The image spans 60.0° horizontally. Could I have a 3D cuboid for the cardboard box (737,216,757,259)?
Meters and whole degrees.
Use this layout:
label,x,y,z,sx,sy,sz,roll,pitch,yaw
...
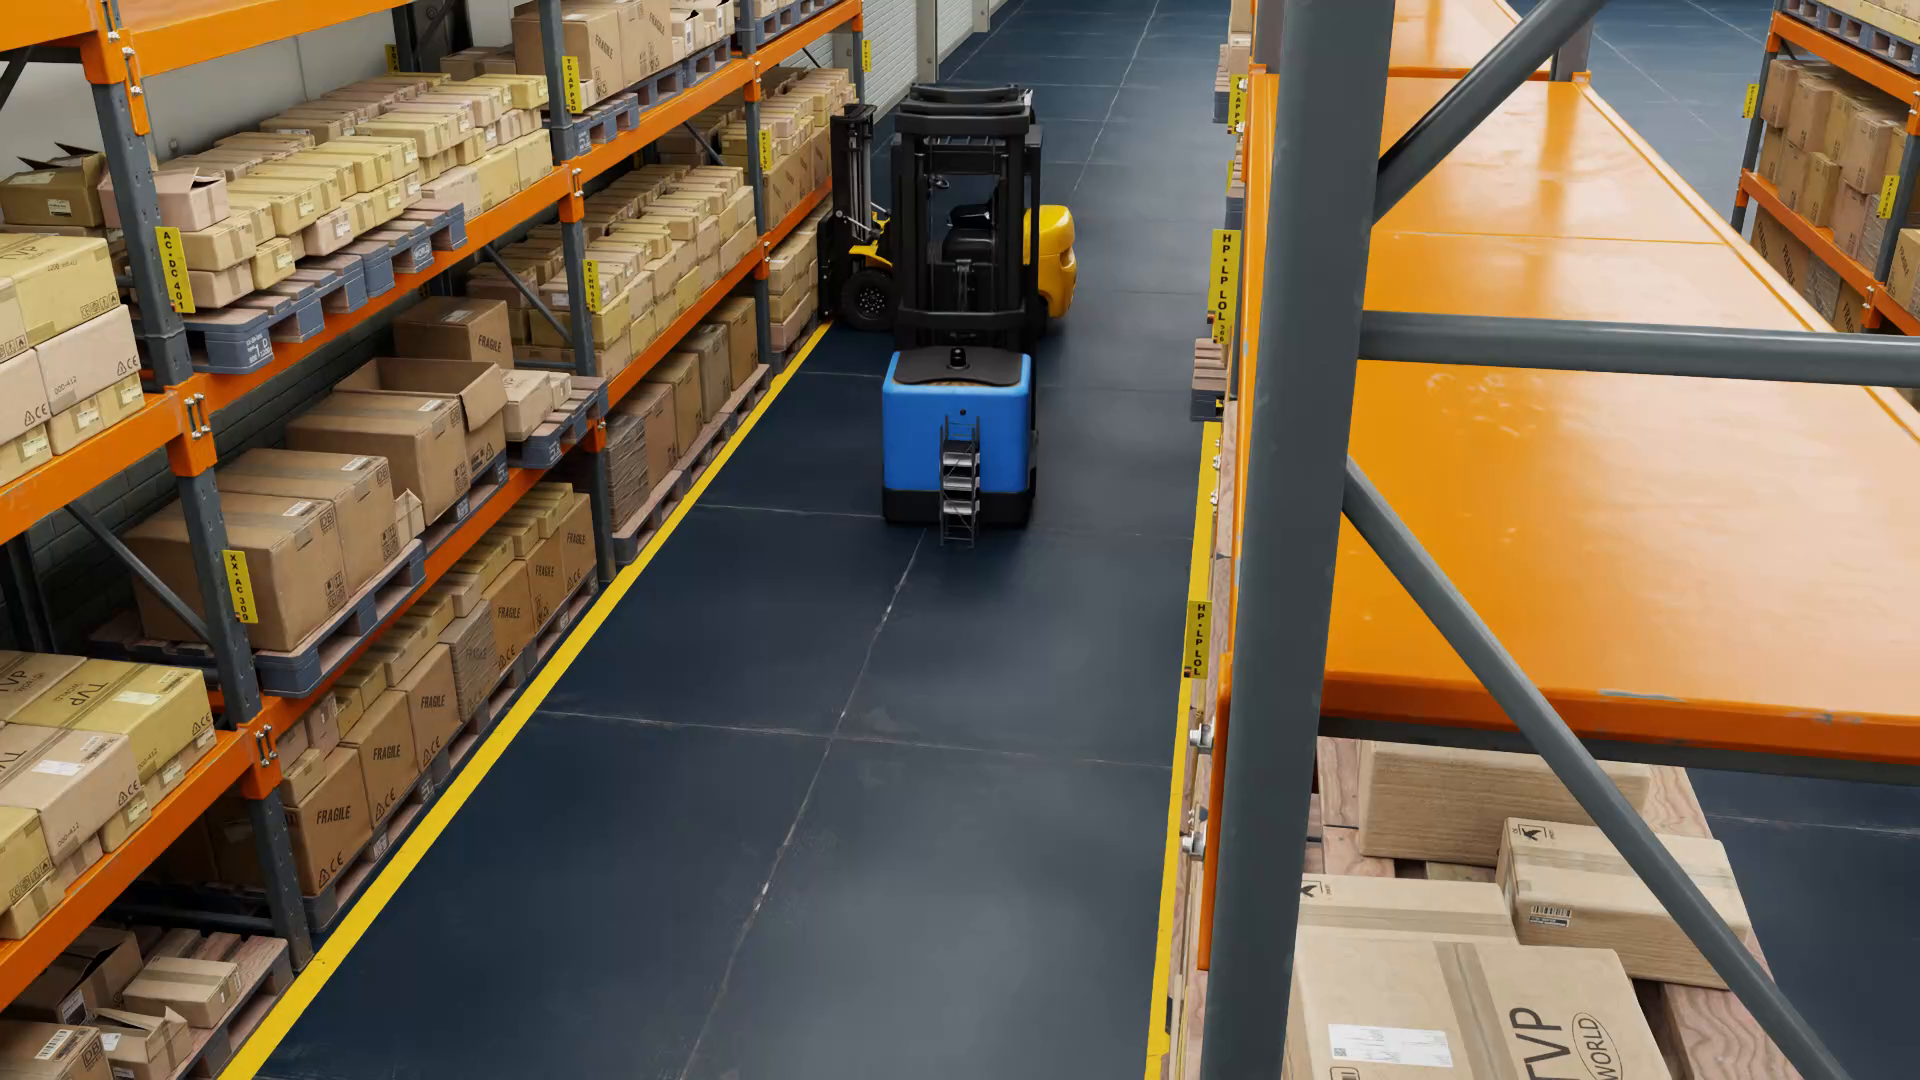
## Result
label,x,y,z,sx,sy,sz,roll,pitch,yaw
cardboard box,-1.991,-2.499,13.728,0.500,0.250,0.500,5,25,10

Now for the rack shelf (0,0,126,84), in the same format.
label,x,y,z,sx,sy,sz,roll,pitch,yaw
rack shelf,-3.801,-1.004,4.132,1.077,0.370,4.000,4,25,9

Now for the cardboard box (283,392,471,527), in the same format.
label,x,y,z,sx,sy,sz,roll,pitch,yaw
cardboard box,-2.962,-0.417,8.490,0.700,0.500,0.500,4,25,8

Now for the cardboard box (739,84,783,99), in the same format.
label,x,y,z,sx,sy,sz,roll,pitch,yaw
cardboard box,-1.957,-4.384,16.344,0.380,0.149,0.250,5,26,10

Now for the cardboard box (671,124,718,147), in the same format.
label,x,y,z,sx,sy,sz,roll,pitch,yaw
cardboard box,-2.331,-3.526,14.512,0.380,0.149,0.250,3,25,7

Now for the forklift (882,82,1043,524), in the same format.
label,x,y,z,sx,sy,sz,roll,pitch,yaw
forklift,0.057,-2.029,12.627,1.130,2.935,3.031,2,25,3

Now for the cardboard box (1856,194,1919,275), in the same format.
label,x,y,z,sx,sy,sz,roll,pitch,yaw
cardboard box,7.679,-2.376,13.111,0.875,0.550,0.550,4,25,9

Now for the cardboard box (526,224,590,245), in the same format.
label,x,y,z,sx,sy,sz,roll,pitch,yaw
cardboard box,-2.883,-2.155,11.933,0.380,0.149,0.250,4,25,8

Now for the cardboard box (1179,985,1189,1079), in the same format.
label,x,y,z,sx,sy,sz,roll,pitch,yaw
cardboard box,0.754,1.422,3.877,0.500,0.500,0.500,4,25,8

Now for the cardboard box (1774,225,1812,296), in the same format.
label,x,y,z,sx,sy,sz,roll,pitch,yaw
cardboard box,8.097,-2.398,15.345,0.875,0.875,0.875,4,25,8

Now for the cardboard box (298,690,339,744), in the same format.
label,x,y,z,sx,sy,sz,roll,pitch,yaw
cardboard box,-3.158,0.820,7.798,0.380,0.149,0.250,3,25,6

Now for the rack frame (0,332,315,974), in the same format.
label,x,y,z,sx,sy,sz,roll,pitch,yaw
rack frame,-3.474,0.550,7.037,1.000,3.000,0.127,4,25,9

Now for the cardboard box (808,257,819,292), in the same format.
label,x,y,z,sx,sy,sz,roll,pitch,yaw
cardboard box,-1.609,-2.569,15.858,0.500,0.250,0.500,4,25,8

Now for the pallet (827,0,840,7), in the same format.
label,x,y,z,sx,sy,sz,roll,pitch,yaw
pallet,-1.654,-5.494,16.514,1.003,0.211,1.213,4,25,9

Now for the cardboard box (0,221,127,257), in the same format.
label,x,y,z,sx,sy,sz,roll,pitch,yaw
cardboard box,-3.540,-1.199,6.567,0.380,0.149,0.250,4,25,8

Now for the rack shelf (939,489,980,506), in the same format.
label,x,y,z,sx,sy,sz,roll,pitch,yaw
rack shelf,-0.001,-0.292,11.604,0.258,0.077,0.200,4,25,9

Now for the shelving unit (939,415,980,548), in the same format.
label,x,y,z,sx,sy,sz,roll,pitch,yaw
shelving unit,-0.001,-0.404,11.552,0.258,0.900,0.210,4,25,9

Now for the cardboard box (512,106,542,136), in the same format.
label,x,y,z,sx,sy,sz,roll,pitch,yaw
cardboard box,-2.641,-2.429,9.570,0.380,0.149,0.250,5,25,10

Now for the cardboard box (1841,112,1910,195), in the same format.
label,x,y,z,sx,sy,sz,roll,pitch,yaw
cardboard box,7.700,-3.100,13.384,0.875,0.550,0.550,4,25,9

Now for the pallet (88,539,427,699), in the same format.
label,x,y,z,sx,sy,sz,roll,pitch,yaw
pallet,-3.236,0.310,7.776,1.003,0.211,1.213,4,25,9

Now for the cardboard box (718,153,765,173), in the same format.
label,x,y,z,sx,sy,sz,roll,pitch,yaw
cardboard box,-1.855,-3.250,14.273,0.380,0.149,0.250,4,25,8

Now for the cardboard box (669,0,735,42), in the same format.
label,x,y,z,sx,sy,sz,roll,pitch,yaw
cardboard box,-2.045,-4.030,12.775,0.500,0.311,0.500,3,25,7

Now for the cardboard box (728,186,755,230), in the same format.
label,x,y,z,sx,sy,sz,roll,pitch,yaw
cardboard box,-1.995,-2.732,13.635,0.500,0.250,0.500,3,25,7

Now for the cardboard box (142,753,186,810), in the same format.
label,x,y,z,sx,sy,sz,roll,pitch,yaw
cardboard box,-3.298,0.925,6.532,0.380,0.149,0.250,5,25,10

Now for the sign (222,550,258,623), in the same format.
label,x,y,z,sx,sy,sz,roll,pitch,yaw
sign,-2.938,0.192,6.780,0.100,0.325,0.005,4,25,9

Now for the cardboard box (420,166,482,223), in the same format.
label,x,y,z,sx,sy,sz,roll,pitch,yaw
cardboard box,-2.828,-1.763,8.616,0.500,0.250,0.500,4,25,9

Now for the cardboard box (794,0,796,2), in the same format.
label,x,y,z,sx,sy,sz,roll,pitch,yaw
cardboard box,-1.625,-4.929,14.749,0.396,0.266,0.258,3,25,7

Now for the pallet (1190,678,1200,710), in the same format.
label,x,y,z,sx,sy,sz,roll,pitch,yaw
pallet,1.874,0.807,9.778,1.003,0.211,1.213,4,25,9

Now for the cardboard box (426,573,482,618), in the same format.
label,x,y,z,sx,sy,sz,roll,pitch,yaw
cardboard box,-2.896,0.302,9.255,0.380,0.149,0.250,3,25,6

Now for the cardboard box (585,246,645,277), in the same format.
label,x,y,z,sx,sy,sz,roll,pitch,yaw
cardboard box,-2.388,-1.906,11.401,0.380,0.149,0.250,4,25,9

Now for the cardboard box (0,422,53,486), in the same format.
label,x,y,z,sx,sy,sz,roll,pitch,yaw
cardboard box,-3.337,-0.310,5.633,0.380,0.149,0.250,5,26,10

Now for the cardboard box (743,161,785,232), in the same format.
label,x,y,z,sx,sy,sz,roll,pitch,yaw
cardboard box,-1.837,-3.009,14.522,0.500,0.500,0.500,3,25,7

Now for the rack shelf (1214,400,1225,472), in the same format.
label,x,y,z,sx,sy,sz,roll,pitch,yaw
rack shelf,2.404,-1.292,11.820,1.077,0.370,4.000,4,25,9

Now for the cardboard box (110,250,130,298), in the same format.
label,x,y,z,sx,sy,sz,roll,pitch,yaw
cardboard box,-3.493,-1.062,6.625,0.380,0.149,0.250,4,25,8

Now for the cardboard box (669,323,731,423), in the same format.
label,x,y,z,sx,sy,sz,roll,pitch,yaw
cardboard box,-2.375,-1.368,13.440,0.875,0.625,0.625,4,25,8

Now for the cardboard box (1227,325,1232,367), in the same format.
label,x,y,z,sx,sy,sz,roll,pitch,yaw
cardboard box,1.755,-1.090,9.242,0.500,0.500,0.500,3,25,7

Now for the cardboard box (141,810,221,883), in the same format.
label,x,y,z,sx,sy,sz,roll,pitch,yaw
cardboard box,-3.686,1.266,7.961,0.500,0.500,0.500,4,25,8

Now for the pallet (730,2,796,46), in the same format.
label,x,y,z,sx,sy,sz,roll,pitch,yaw
pallet,-2.053,-4.473,14.334,1.003,0.211,1.213,4,25,9

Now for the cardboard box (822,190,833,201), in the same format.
label,x,y,z,sx,sy,sz,roll,pitch,yaw
cardboard box,-1.358,-3.439,17.127,0.500,0.250,0.500,4,25,9

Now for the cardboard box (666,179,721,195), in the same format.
label,x,y,z,sx,sy,sz,roll,pitch,yaw
cardboard box,-2.120,-2.769,13.245,0.380,0.149,0.250,4,25,8

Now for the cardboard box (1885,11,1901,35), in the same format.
label,x,y,z,sx,sy,sz,roll,pitch,yaw
cardboard box,7.457,-4.021,12.948,0.380,0.149,0.250,4,25,9

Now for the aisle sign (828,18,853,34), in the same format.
label,x,y,z,sx,sy,sz,roll,pitch,yaw
aisle sign,-1.213,-5.654,17.224,0.394,0.787,0.004,4,25,9

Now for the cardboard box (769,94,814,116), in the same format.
label,x,y,z,sx,sy,sz,roll,pitch,yaw
cardboard box,-1.609,-4.137,15.815,0.380,0.149,0.250,4,25,9

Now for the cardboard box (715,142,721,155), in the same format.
label,x,y,z,sx,sy,sz,roll,pitch,yaw
cardboard box,-2.309,-3.505,14.816,0.380,0.149,0.250,5,25,10

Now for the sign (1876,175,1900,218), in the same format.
label,x,y,z,sx,sy,sz,roll,pitch,yaw
sign,7.083,-2.619,12.692,0.100,0.325,0.005,4,25,9

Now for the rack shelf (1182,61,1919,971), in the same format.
label,x,y,z,sx,sy,sz,roll,pitch,yaw
rack shelf,1.097,-0.482,3.484,1.077,0.370,4.000,4,25,9

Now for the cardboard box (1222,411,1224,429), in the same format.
label,x,y,z,sx,sy,sz,roll,pitch,yaw
cardboard box,1.749,-0.526,9.512,0.500,0.250,0.500,4,25,8

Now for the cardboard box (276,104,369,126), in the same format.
label,x,y,z,sx,sy,sz,roll,pitch,yaw
cardboard box,-3.311,-2.167,8.659,0.380,0.149,0.250,4,25,8

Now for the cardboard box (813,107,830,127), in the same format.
label,x,y,z,sx,sy,sz,roll,pitch,yaw
cardboard box,-1.479,-4.106,16.100,0.380,0.149,0.250,4,25,9

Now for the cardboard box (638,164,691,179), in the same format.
label,x,y,z,sx,sy,sz,roll,pitch,yaw
cardboard box,-2.436,-3.003,13.744,0.380,0.149,0.250,3,25,7

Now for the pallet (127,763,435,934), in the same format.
label,x,y,z,sx,sy,sz,roll,pitch,yaw
pallet,-3.379,1.470,8.361,1.003,0.211,1.213,4,25,9
